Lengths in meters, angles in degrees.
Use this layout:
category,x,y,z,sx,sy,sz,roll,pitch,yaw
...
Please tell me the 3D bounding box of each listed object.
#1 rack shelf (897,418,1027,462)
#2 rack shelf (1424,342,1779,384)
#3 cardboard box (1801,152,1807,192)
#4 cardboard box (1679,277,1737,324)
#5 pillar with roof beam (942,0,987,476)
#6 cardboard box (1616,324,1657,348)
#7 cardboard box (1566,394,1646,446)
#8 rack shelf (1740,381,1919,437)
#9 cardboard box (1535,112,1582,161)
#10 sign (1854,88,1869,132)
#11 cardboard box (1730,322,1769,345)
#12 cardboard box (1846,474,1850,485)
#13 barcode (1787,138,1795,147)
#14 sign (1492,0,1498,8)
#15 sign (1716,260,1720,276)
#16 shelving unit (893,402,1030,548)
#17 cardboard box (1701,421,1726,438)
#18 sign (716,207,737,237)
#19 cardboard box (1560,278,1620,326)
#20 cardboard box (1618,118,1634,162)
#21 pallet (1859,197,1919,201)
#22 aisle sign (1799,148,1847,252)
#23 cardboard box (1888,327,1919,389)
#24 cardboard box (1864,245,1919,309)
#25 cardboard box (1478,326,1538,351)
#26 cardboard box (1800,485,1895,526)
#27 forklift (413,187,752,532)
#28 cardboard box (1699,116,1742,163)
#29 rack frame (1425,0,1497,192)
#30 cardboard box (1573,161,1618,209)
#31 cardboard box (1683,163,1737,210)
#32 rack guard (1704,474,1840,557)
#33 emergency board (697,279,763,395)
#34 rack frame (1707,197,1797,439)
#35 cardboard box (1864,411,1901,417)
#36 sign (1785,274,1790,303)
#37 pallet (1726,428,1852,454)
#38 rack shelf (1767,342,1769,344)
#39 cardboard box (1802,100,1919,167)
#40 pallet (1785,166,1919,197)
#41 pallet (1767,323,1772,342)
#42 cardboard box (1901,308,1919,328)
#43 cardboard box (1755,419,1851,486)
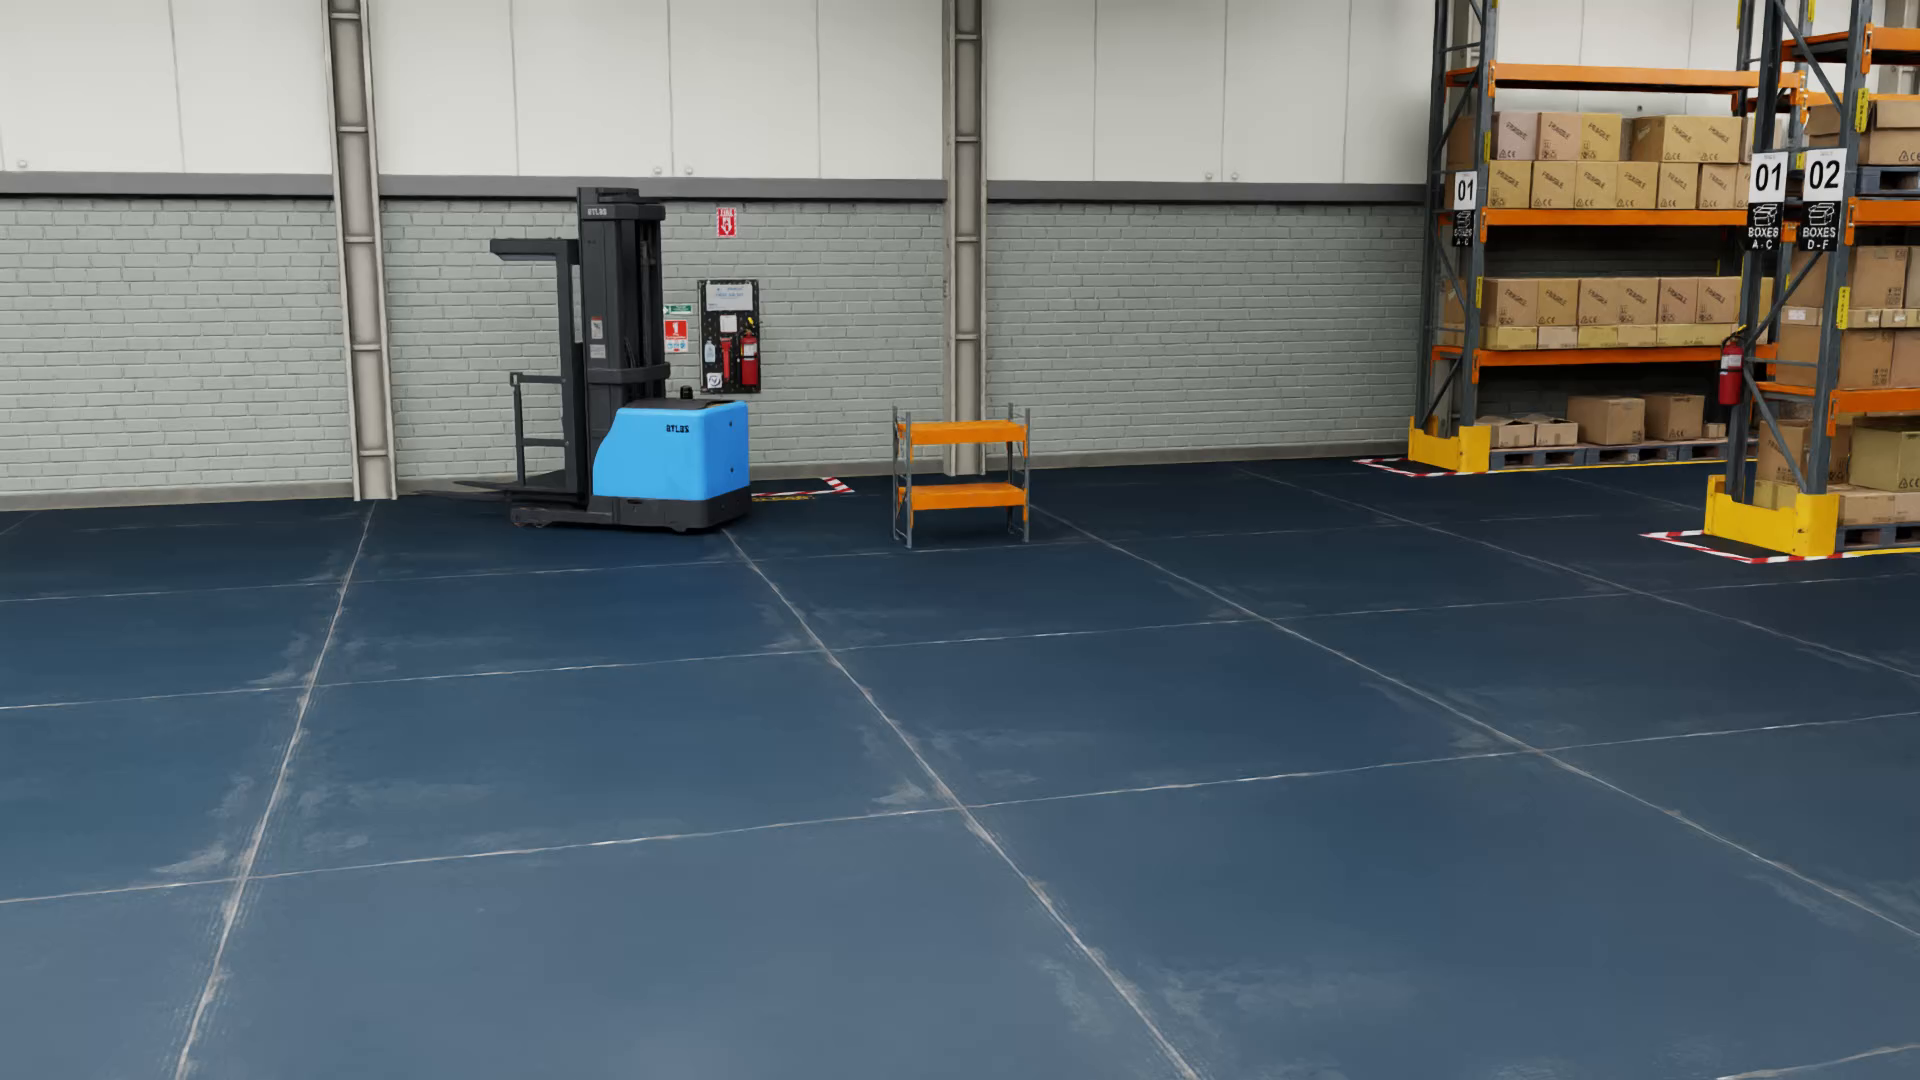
category,x,y,z,sx,sy,sz,roll,pitch,yaw
rack shelf,0.006,-0.841,13.894,1.000,0.278,0.538,-3,11,-16
rack shelf,7.297,-2.057,18.924,4.000,0.370,1.077,-3,11,-16
cardboard box,9.764,-4.257,19.164,0.500,0.500,0.500,-1,11,-8
cardboard box,8.372,-2.713,18.788,0.500,0.500,0.500,-3,11,-16
pillar with roof beam,1.249,-4.394,13.060,0.400,9.000,9.100,-3,11,-16
cardboard box,7.405,-2.294,18.582,0.500,0.250,0.500,-3,11,-15
cardboard box,7.332,-1.374,18.912,0.500,0.500,0.700,-4,11,-20
rack shelf,8.685,-1.196,14.247,4.000,0.370,1.077,-3,11,-16
cardboard box,6.310,-4.330,17.902,0.500,0.500,0.500,-3,11,-17
sign,6.914,-3.296,12.748,0.005,0.325,0.100,-3,11,-16
cardboard box,8.847,-2.372,19.004,0.500,0.250,0.500,-3,11,-16
cardboard box,7.674,-0.409,14.418,0.500,0.250,0.500,-3,11,-16
barcode,6.920,-3.309,13.846,0.075,0.075,0.001,-3,11,-16
sign,5.528,-5.664,17.161,0.005,0.325,0.100,-3,11,-16
sign,9.058,-3.178,19.826,0.005,0.325,0.100,-3,11,-16
shelving unit,0.006,-0.554,13.946,1.048,1.125,0.538,-3,11,-16
cardboard box,8.712,-1.303,19.450,0.250,0.166,0.380,-5,11,-23
sign,-2.373,-3.231,16.907,0.199,0.298,0.001,-3,11,-16
cardboard box,6.894,-2.635,18.362,0.500,0.500,0.500,-3,11,-18
cardboard box,7.203,-4.478,18.707,0.500,0.500,0.500,-3,11,-16
pallet,10.835,-3.961,19.511,1.003,0.211,1.213,-3,11,-16
aisle sign,6.787,-2.671,13.089,0.004,0.787,0.394,-3,11,-16
cardboard box,7.719,-1.547,13.888,0.500,0.500,0.700,-3,11,-14
cardboard box,7.771,-2.188,13.786,0.500,0.500,0.700,-3,11,-17
cardboard box,5.934,-2.215,18.155,0.500,0.250,0.500,-3,11,-18
cardboard box,7.342,-0.292,13.780,0.500,0.250,0.500,-3,11,-16
forklift,-3.464,-1.638,14.851,3.031,2.935,1.130,3,11,17
cardboard box,8.286,-4.436,18.480,0.500,0.500,0.500,-2,11,-13
rack frame,5.376,-5.260,17.766,0.127,3.000,1.000,-3,11,-16
cardboard box,6.790,-3.865,18.142,0.500,0.500,0.500,-2,11,-13
cardboard box,8.312,-3.955,18.627,0.500,0.500,0.500,-4,11,-21
rack guard,6.742,-0.218,13.852,0.348,0.500,1.175,-3,11,-16
emergency board,-2.337,-2.074,17.025,0.643,1.169,0.194,-3,11,-16
rack frame,9.217,-2.512,19.408,0.127,3.000,1.000,-3,11,-16
cardboard box,10.902,-1.593,20.104,0.500,0.500,0.700,-3,11,-15
sign,9.376,-2.844,18.820,0.005,0.325,0.100,-3,11,-16
pallet,9.964,-1.181,19.876,1.213,0.211,1.003,-3,11,-16
rack shelf,11.137,-2.260,20.023,4.000,0.370,1.077,-3,11,-16
cardboard box,7.318,-3.279,13.454,0.637,0.503,0.797,-2,11,-12
pallet,7.451,-2.912,13.538,1.213,0.211,1.003,-3,11,-16
pallet,9.992,-2.431,19.498,1.213,0.211,1.003,-3,11,-16
cardboard box,7.694,-1.826,13.611,0.250,0.149,0.380,-3,11,-16
cardboard box,7.196,-0.751,14.203,0.500,0.500,0.500,-3,11,-16
